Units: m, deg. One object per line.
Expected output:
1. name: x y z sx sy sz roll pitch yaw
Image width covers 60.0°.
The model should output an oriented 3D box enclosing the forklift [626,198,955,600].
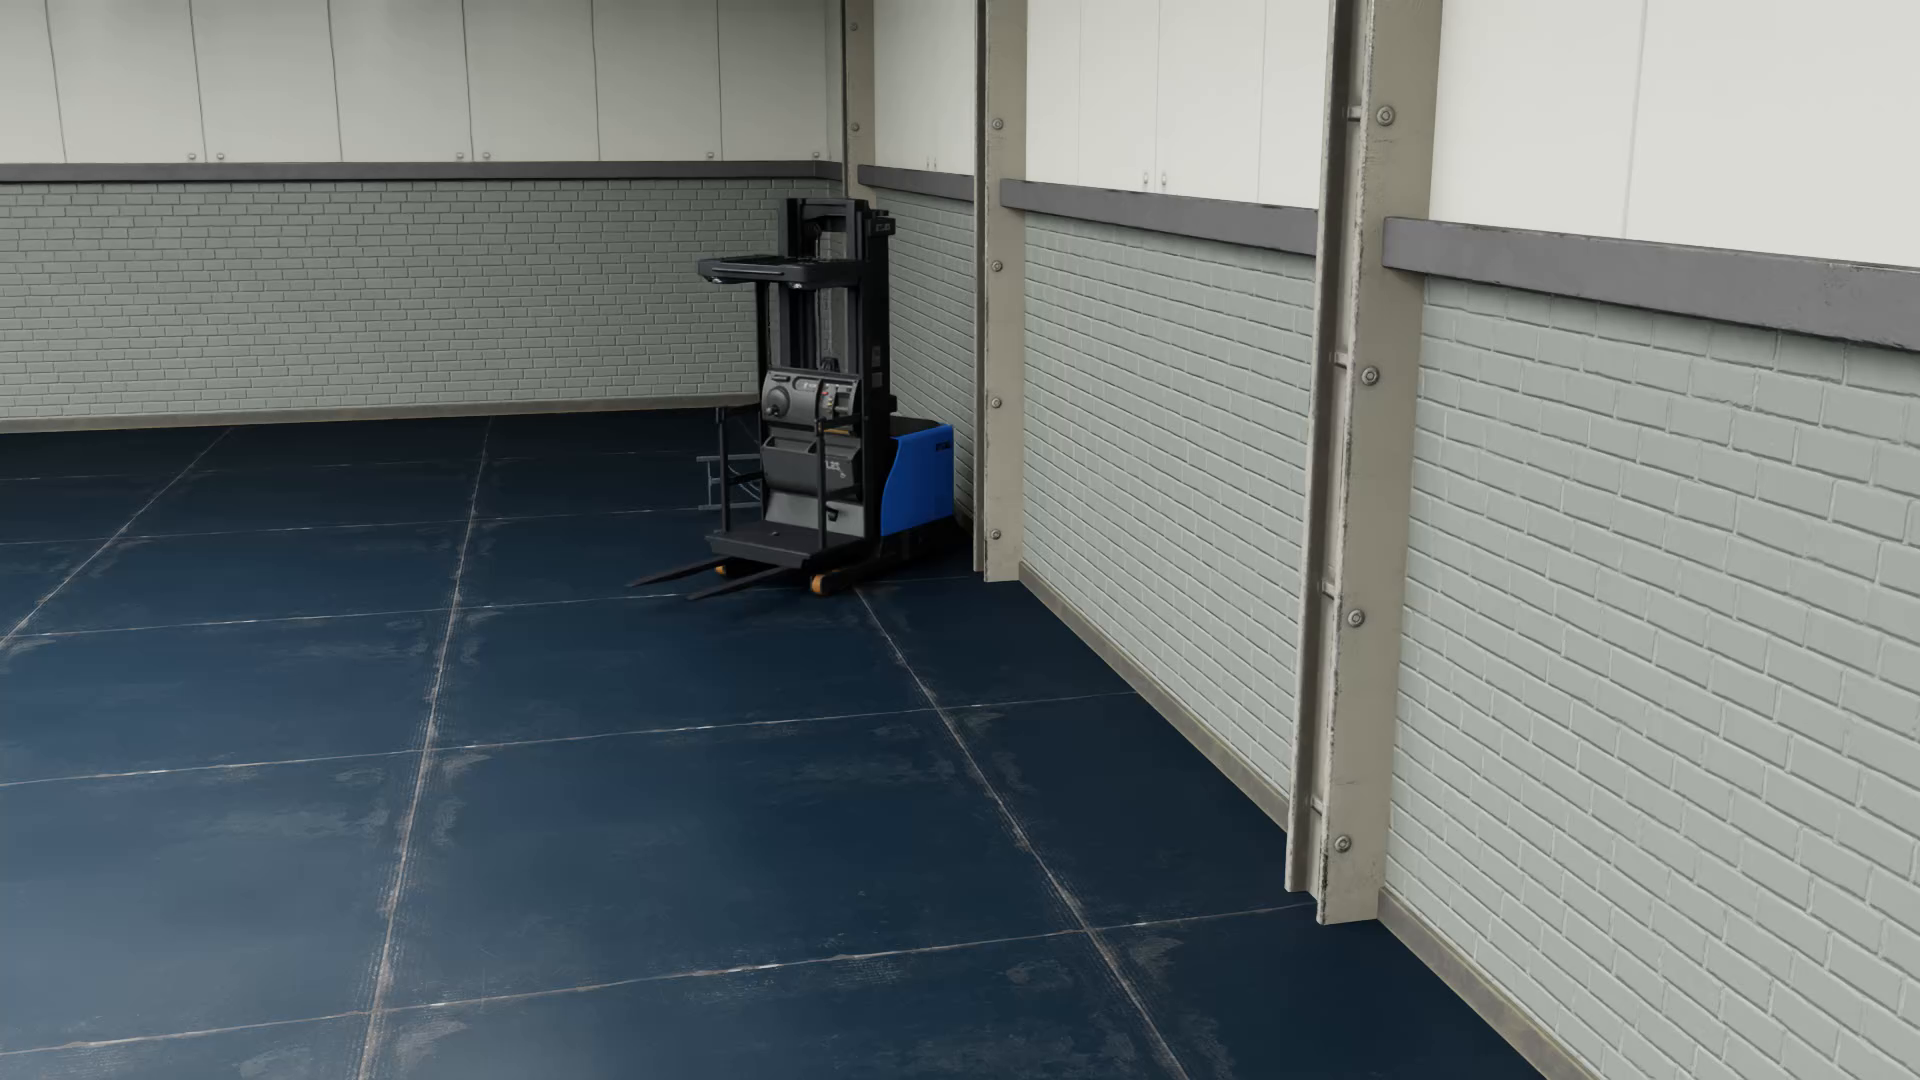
1. forklift: -1.297 -1.129 12.871 1.130 2.935 3.031 9 17 34

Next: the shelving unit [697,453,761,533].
1. shelving unit: -1.539 -0.447 14.965 1.500 0.587 1.083 -4 14 -16

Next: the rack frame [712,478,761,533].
1. rack frame: -1.400 -0.333 14.500 1.500 0.500 0.032 -4 14 -16

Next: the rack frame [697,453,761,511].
1. rack frame: -1.684 -0.565 15.448 1.500 0.500 0.032 -4 14 -16

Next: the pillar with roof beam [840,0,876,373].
1. pillar with roof beam: -5.291 -5.239 16.910 9.100 9.000 0.400 -3 14 -13

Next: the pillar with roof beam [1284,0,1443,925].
1. pillar with roof beam: -2.472 -2.471 5.579 9.100 9.000 0.400 -3 14 -13

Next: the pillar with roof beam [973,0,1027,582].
1. pillar with roof beam: -3.881 -3.855 11.245 9.100 9.000 0.400 -3 14 -13
